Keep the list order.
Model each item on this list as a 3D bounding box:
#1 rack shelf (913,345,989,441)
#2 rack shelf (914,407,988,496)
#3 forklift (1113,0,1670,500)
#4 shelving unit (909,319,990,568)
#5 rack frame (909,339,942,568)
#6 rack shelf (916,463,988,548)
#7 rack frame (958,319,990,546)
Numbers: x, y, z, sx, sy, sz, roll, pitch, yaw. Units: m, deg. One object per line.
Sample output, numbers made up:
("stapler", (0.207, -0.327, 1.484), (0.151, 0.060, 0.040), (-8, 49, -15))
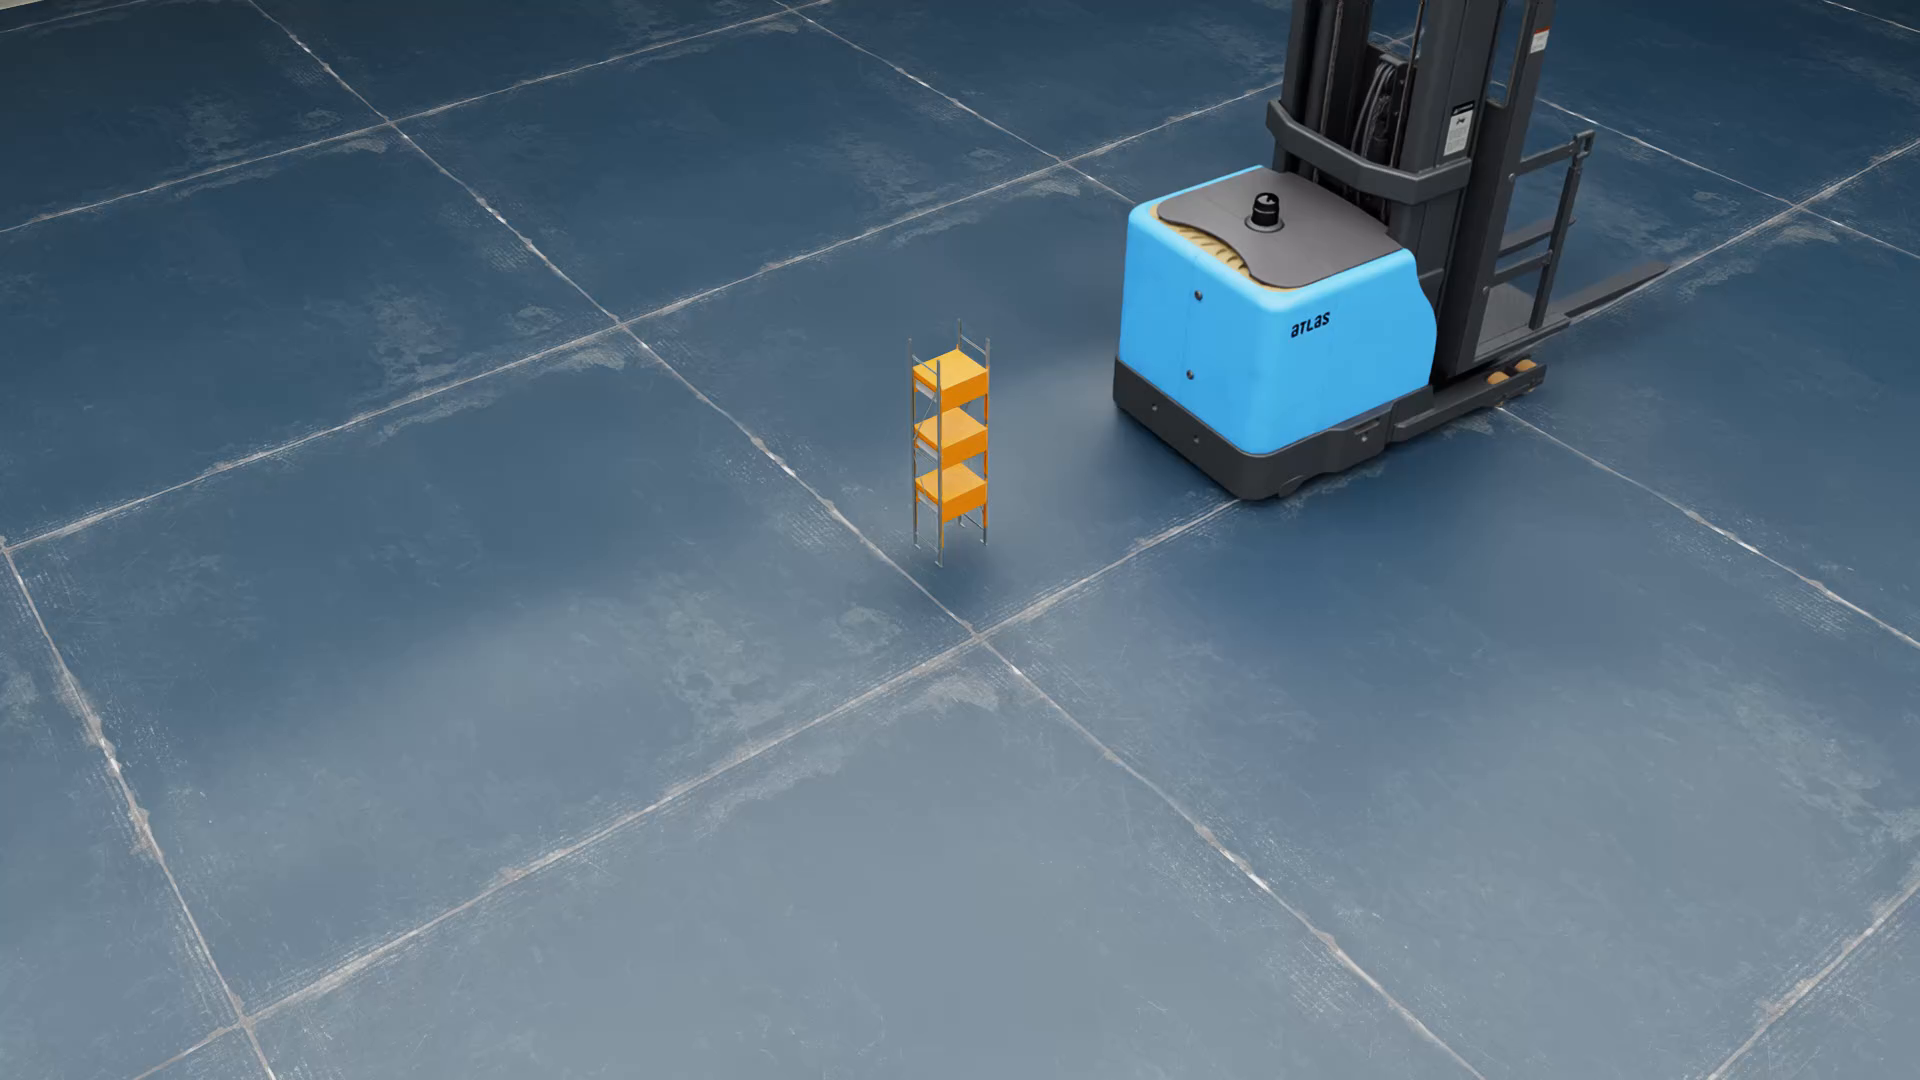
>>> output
("rack shelf", (-0.042, -0.596, 6.719), (0.240, 0.259, 0.215), (-26, 46, -28))
("rack shelf", (-0.042, -0.377, 6.899), (0.240, 0.259, 0.215), (-26, 46, -28))
("forklift", (2.243, -2.035, 7.419), (3.031, 2.935, 1.130), (-23, 45, -25))
("shelving unit", (-0.042, -0.385, 6.892), (0.252, 1.050, 0.215), (-26, 46, -28))
("rack frame", (-0.139, -0.338, 6.834), (0.008, 1.050, 0.200), (-26, 46, -28))
("rack shelf", (-0.042, -0.162, 7.075), (0.240, 0.259, 0.215), (-26, 46, -28))
("rack frame", (0.054, -0.432, 6.949), (0.008, 1.050, 0.200), (-26, 46, -28))
